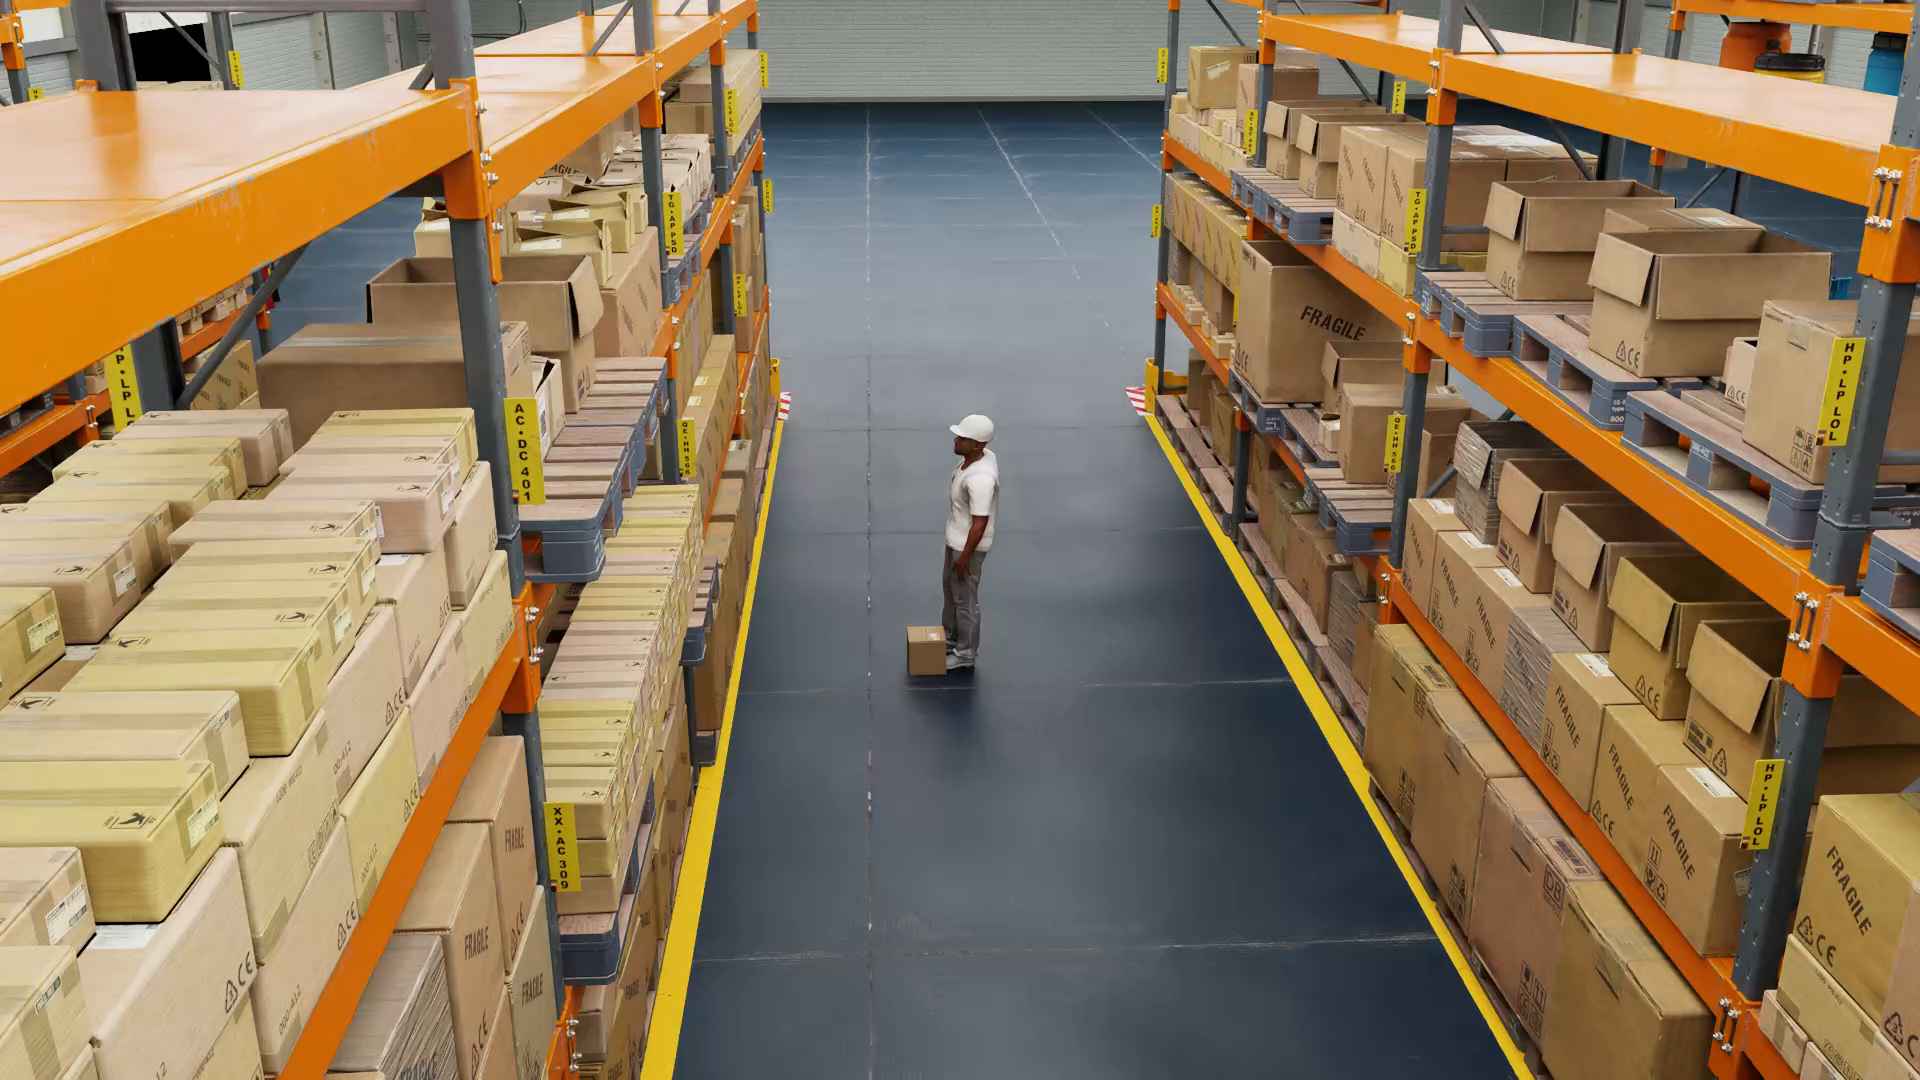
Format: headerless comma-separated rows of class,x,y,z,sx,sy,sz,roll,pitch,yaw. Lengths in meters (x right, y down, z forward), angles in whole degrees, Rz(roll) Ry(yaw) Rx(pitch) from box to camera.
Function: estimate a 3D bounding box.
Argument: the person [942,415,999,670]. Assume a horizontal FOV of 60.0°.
person,-0.028,0.014,10.977,0.574,1.768,0.665,-1,20,-3
